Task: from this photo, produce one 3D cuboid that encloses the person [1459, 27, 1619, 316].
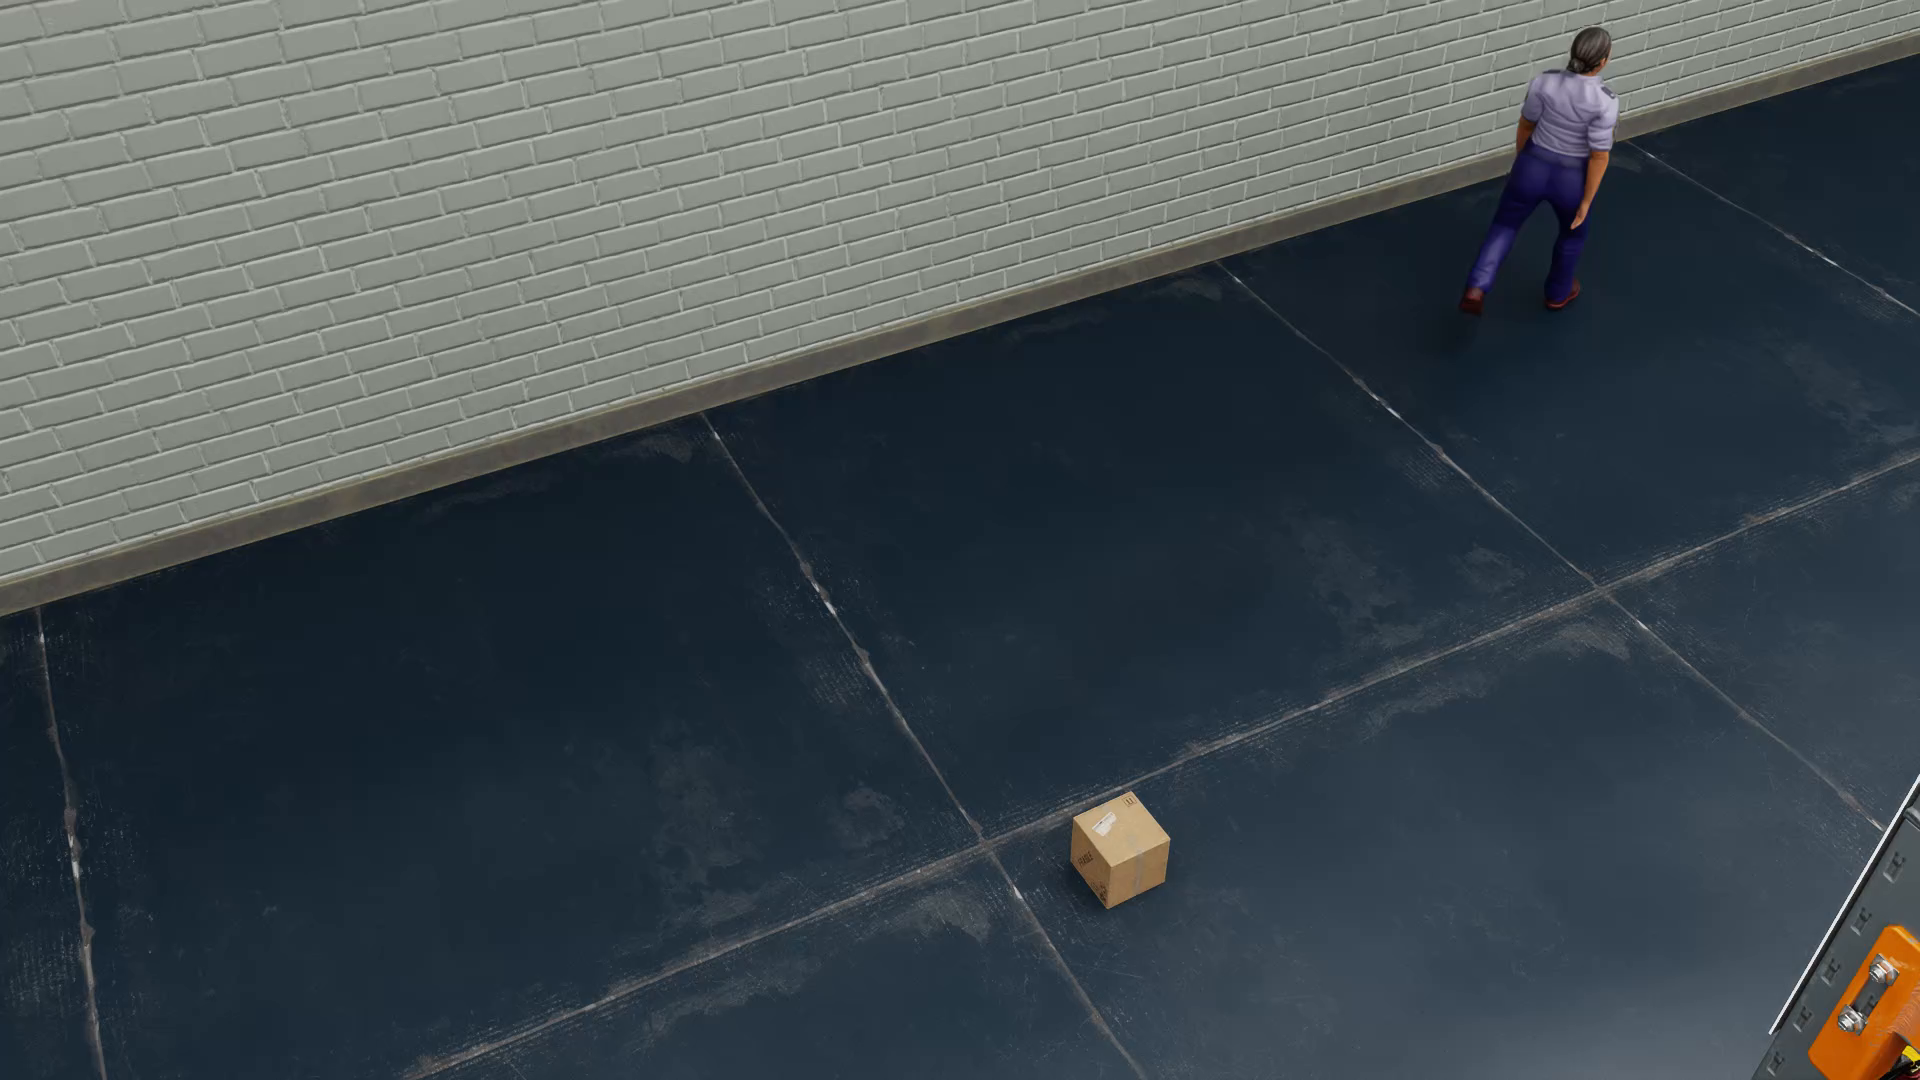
[{"bbox_3d":[2.929,-1.799,8.196,0.498,1.614,0.837,23,46,23],"label":"person"}]
